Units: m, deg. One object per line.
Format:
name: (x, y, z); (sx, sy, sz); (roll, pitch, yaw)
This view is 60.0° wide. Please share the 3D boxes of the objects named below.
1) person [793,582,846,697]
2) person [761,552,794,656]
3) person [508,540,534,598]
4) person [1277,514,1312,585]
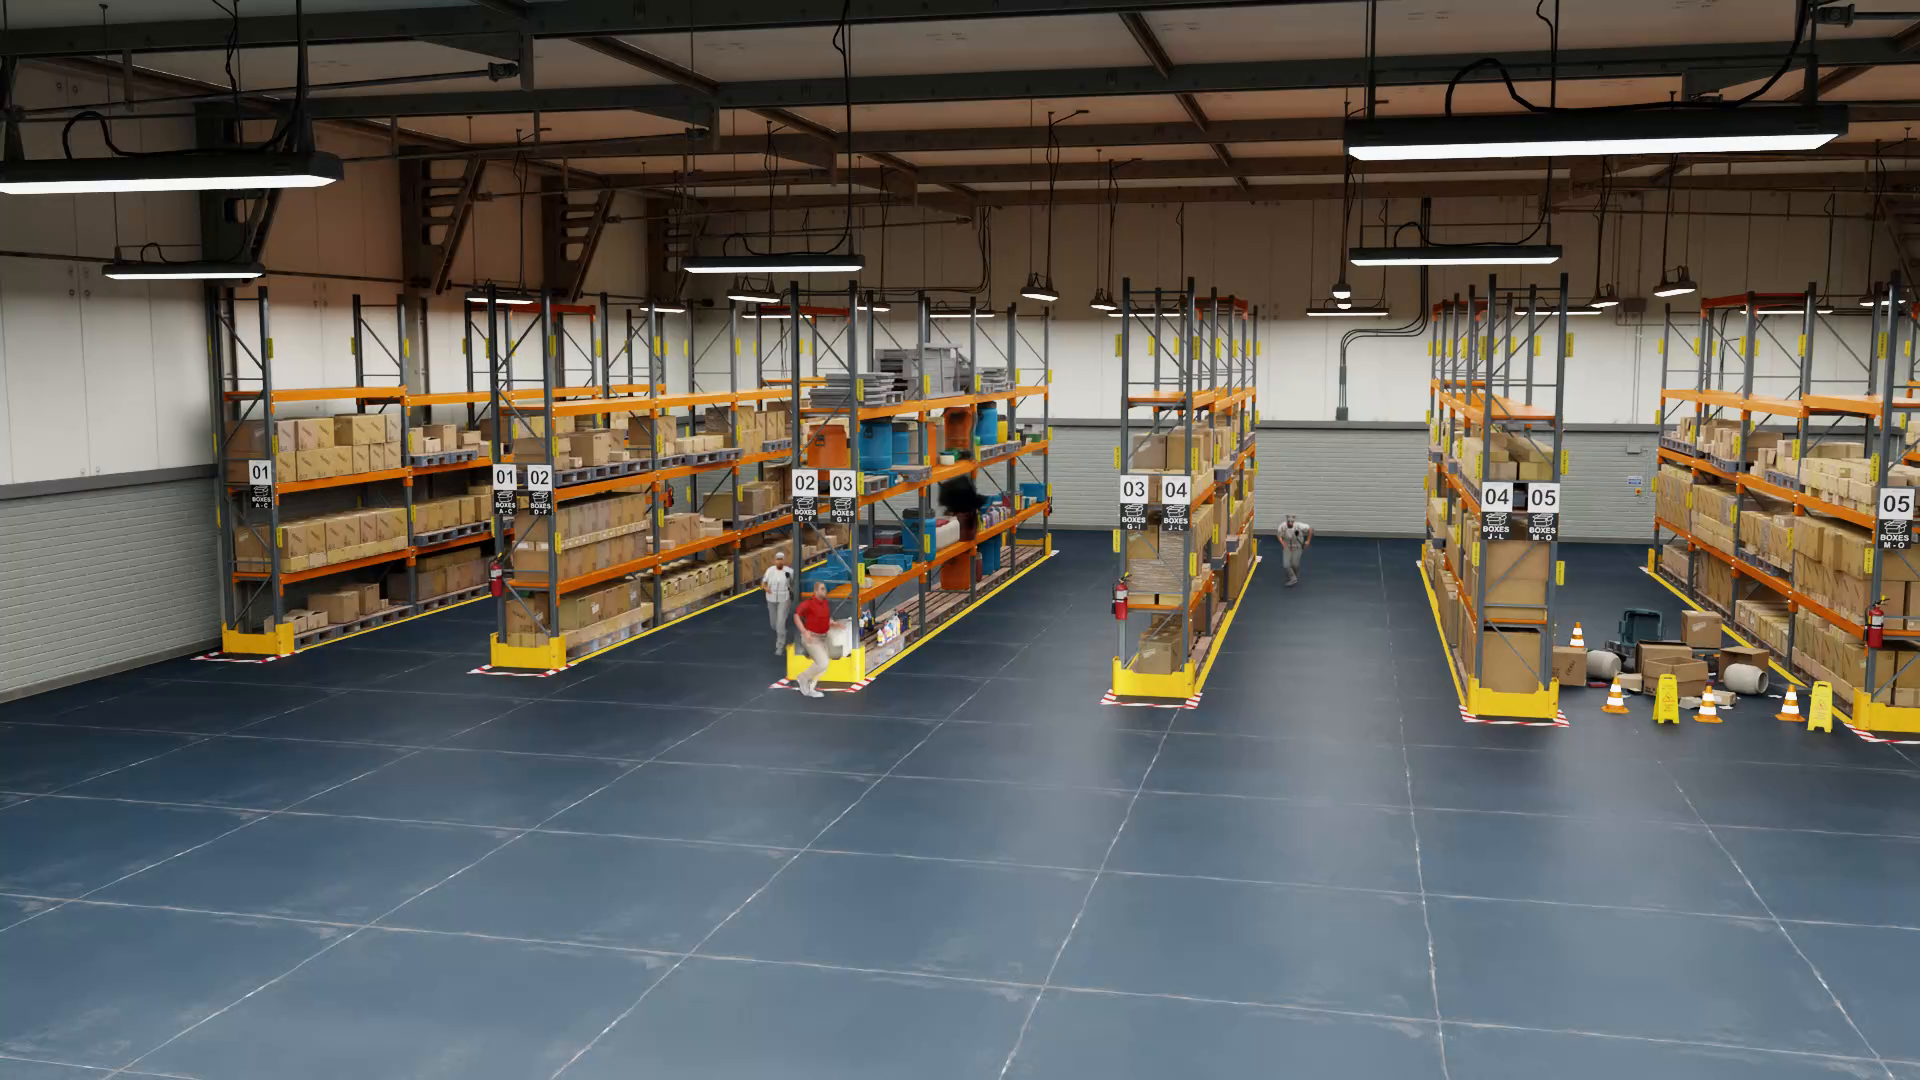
person: (-1.995, 1.432, 23.830); (0.625, 1.672, 0.669); (3, 7, 28)
person: (-2.994, 1.032, 27.566); (0.598, 1.676, 0.808); (1, 7, 5)
person: (-8.052, 0.591, 30.942); (0.659, 1.772, 1.088); (0, 7, -4)
person: (7.057, 0.204, 35.122); (0.694, 1.561, 0.838); (3, 7, 22)
